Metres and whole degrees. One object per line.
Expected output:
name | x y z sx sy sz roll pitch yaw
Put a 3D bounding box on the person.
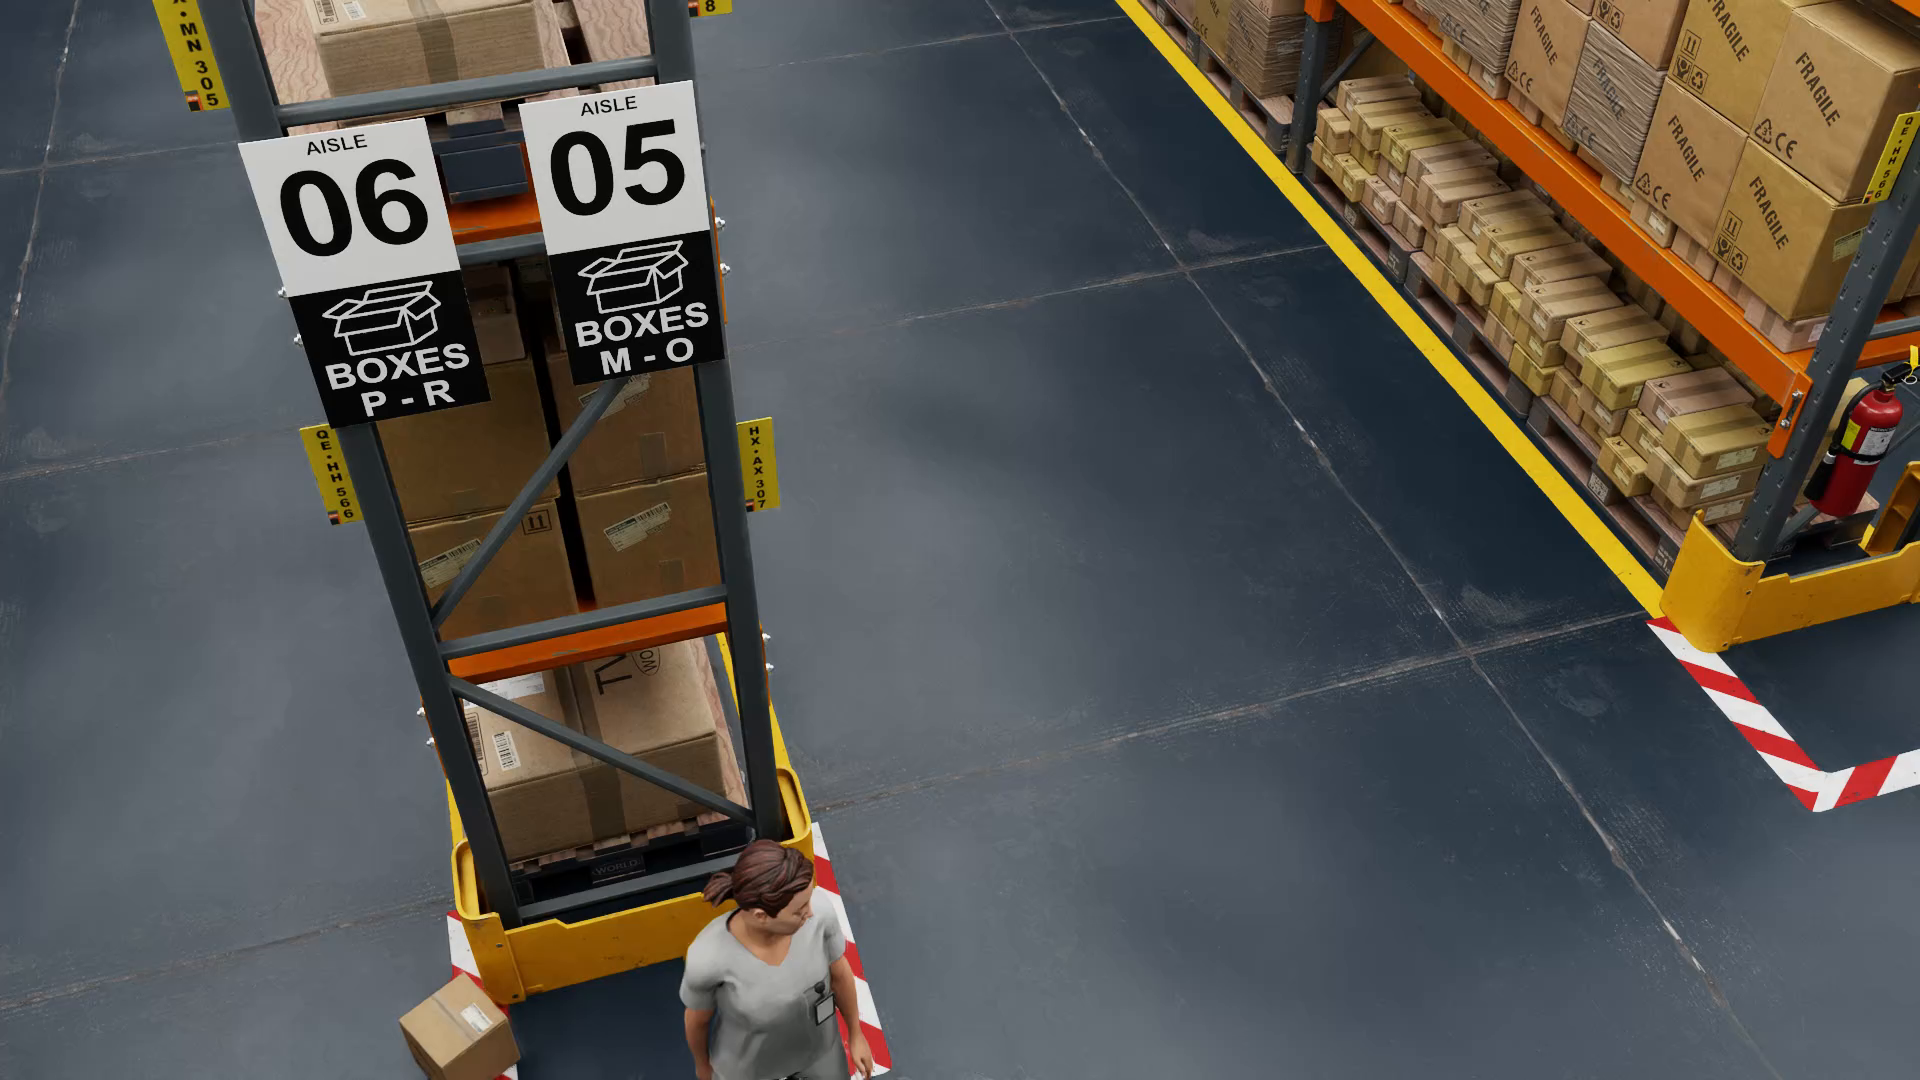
person | -0.544 1.401 4.619 0.533 1.655 0.550 -19 46 -20
